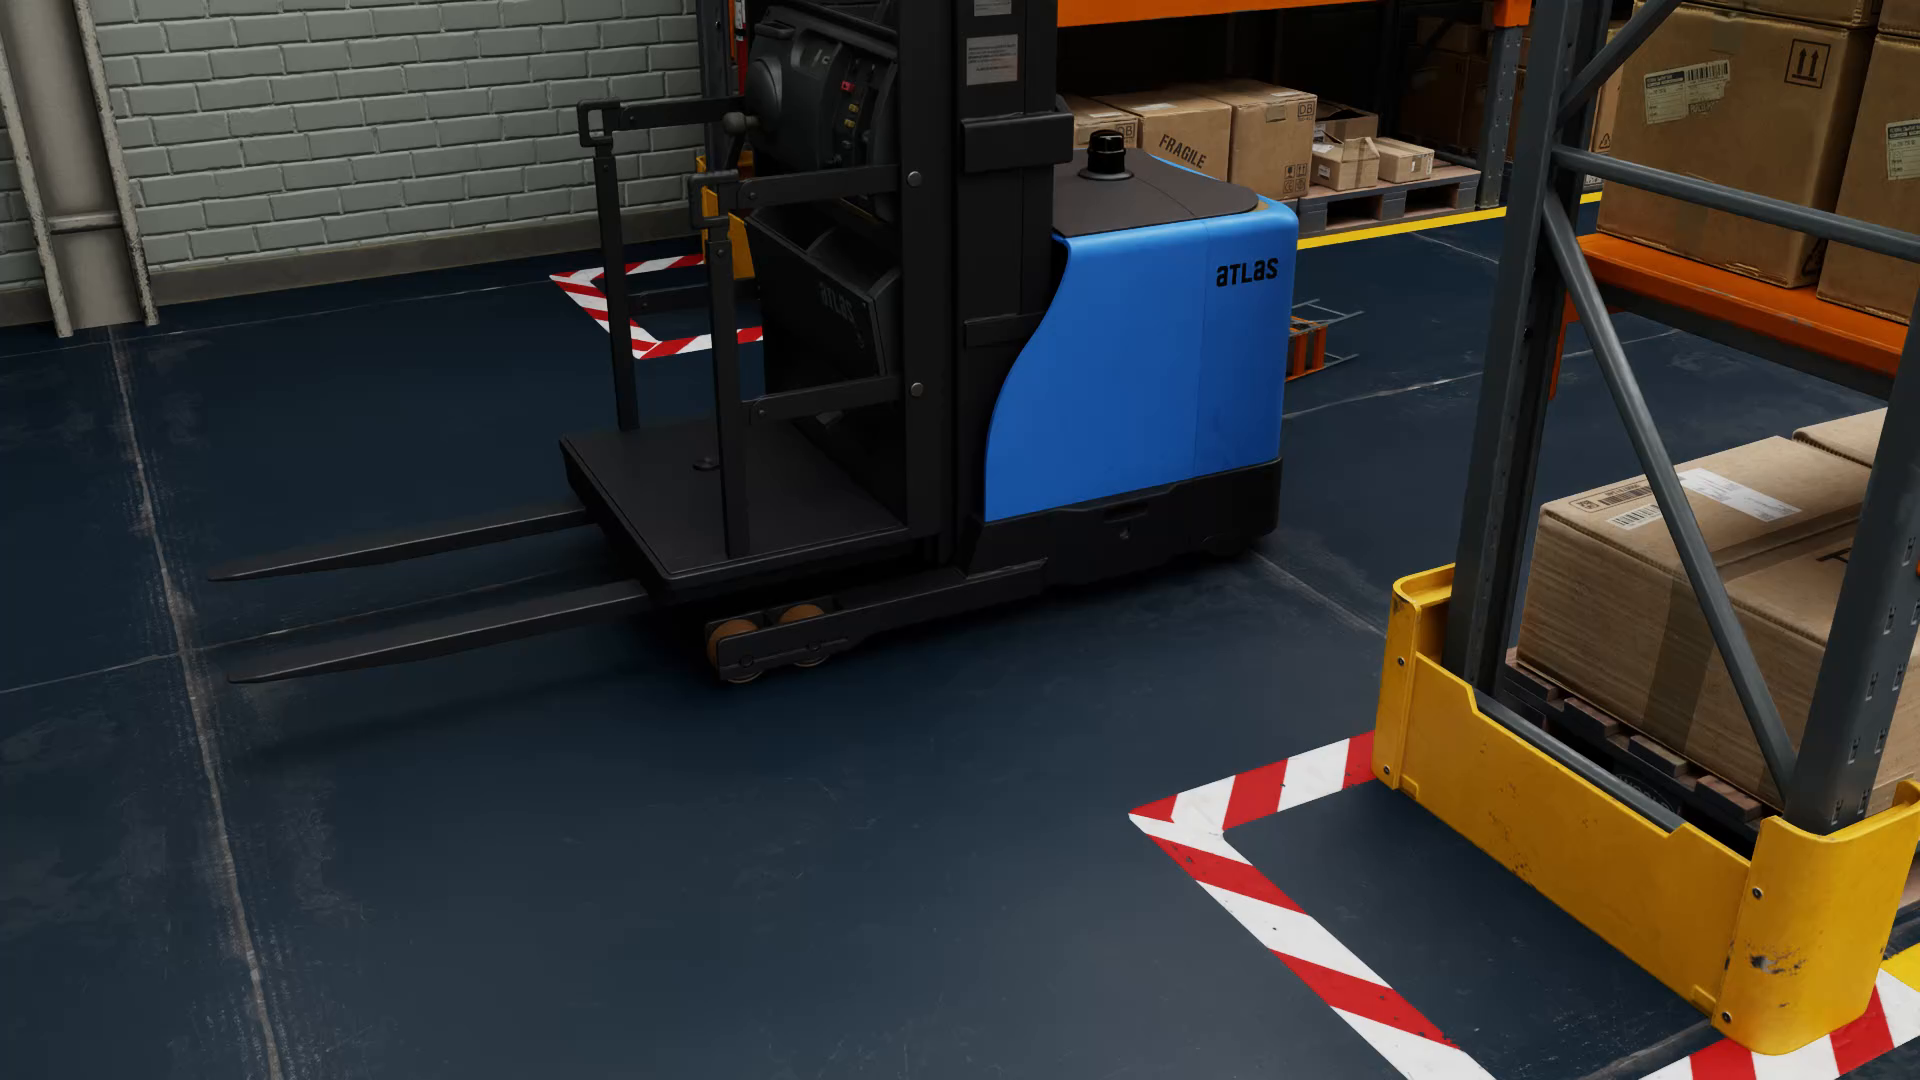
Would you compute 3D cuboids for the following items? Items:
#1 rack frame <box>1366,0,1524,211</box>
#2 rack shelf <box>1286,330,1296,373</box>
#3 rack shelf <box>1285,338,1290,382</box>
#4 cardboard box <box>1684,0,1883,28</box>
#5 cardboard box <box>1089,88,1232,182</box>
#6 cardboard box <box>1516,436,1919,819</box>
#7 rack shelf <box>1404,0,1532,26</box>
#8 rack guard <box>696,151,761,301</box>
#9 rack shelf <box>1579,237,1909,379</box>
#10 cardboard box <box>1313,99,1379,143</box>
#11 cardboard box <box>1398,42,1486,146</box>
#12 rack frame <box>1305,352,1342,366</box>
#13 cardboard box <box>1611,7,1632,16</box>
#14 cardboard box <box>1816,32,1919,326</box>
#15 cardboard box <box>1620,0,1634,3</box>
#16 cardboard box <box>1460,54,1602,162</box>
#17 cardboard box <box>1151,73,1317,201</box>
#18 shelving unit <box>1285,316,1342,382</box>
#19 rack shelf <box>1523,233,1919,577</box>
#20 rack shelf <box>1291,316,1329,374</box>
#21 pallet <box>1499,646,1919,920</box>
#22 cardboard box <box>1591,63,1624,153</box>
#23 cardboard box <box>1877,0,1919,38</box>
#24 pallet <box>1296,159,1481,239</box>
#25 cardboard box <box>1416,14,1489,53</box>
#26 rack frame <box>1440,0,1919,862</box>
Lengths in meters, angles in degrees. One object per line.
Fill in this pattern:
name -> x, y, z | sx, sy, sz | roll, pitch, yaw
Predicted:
rack frame -> 2.622, -3.325, 8.711 | 0.127, 3.000, 1.000 | -13, 29, -25
rack shelf -> 1.267, -0.768, 6.626 | 0.020, 0.166, 0.199 | -20, 32, -36
rack shelf -> 1.161, -0.728, 6.543 | 0.103, 0.180, 0.258 | -20, 32, -36
cardboard box -> 1.745, -1.301, 3.223 | 0.500, 0.500, 0.500 | -12, 28, -23
cardboard box -> 0.963, -1.890, 8.124 | 0.500, 0.500, 0.500 | -12, 28, -24
cardboard box -> 1.967, 0.177, 3.890 | 0.875, 0.438, 0.875 | -14, 29, -27
rack shelf -> 4.387, -3.408, 9.715 | 4.000, 0.370, 1.077 | -13, 29, -25
rack guard -> -0.840, -1.399, 7.587 | 0.348, 0.500, 1.175 | -13, 29, -25
rack shelf -> 4.405, -1.986, 1.057 | 3.910, 4.714, 5.869 | -13, 29, -25
cardboard box -> 1.928, -2.258, 9.109 | 0.500, 0.311, 0.500 | -12, 28, -23
cardboard box -> 2.916, -2.601, 9.604 | 0.500, 0.500, 0.500 | -13, 29, -25
rack frame -> 1.103, -0.625, 6.539 | 1.046, 0.002, 0.228 | -20, 32, -36
cardboard box -> 3.733, -3.072, 9.835 | 0.250, 0.149, 0.380 | -12, 28, -24
cardboard box -> 1.990, -0.649, 3.021 | 0.500, 0.500, 0.500 | -13, 29, -25
cardboard box -> 4.171, -3.185, 10.072 | 0.265, 0.149, 0.390 | -13, 29, -25
cardboard box -> 3.155, -2.400, 9.187 | 0.500, 0.500, 0.500 | -12, 28, -23
cardboard box -> 1.365, -2.032, 8.420 | 0.500, 0.500, 0.700 | -14, 29, -27
shelving unit -> 1.104, -0.706, 6.499 | 1.046, 0.183, 0.258 | -20, 32, -36
rack shelf -> 3.196, -0.699, 4.071 | 4.000, 0.370, 1.077 | -13, 29, -25
rack shelf -> 1.343, -0.796, 6.684 | 0.103, 0.180, 0.258 | -20, 32, -36
pallet -> 2.100, 0.449, 4.072 | 1.213, 0.211, 1.003 | -13, 29, -25
cardboard box -> 3.620, -2.513, 9.421 | 0.500, 0.500, 0.500 | -13, 29, -26
cardboard box -> 1.989, -1.101, 2.806 | 0.500, 0.500, 0.500 | -14, 29, -26
pallet -> 2.016, -1.929, 9.024 | 1.213, 0.211, 1.003 | -13, 29, -25
cardboard box -> 2.811, -2.865, 9.406 | 0.250, 0.149, 0.380 | -14, 29, -27
rack frame -> 1.432, -0.616, 3.067 | 0.127, 3.000, 1.000 | -13, 29, -25
